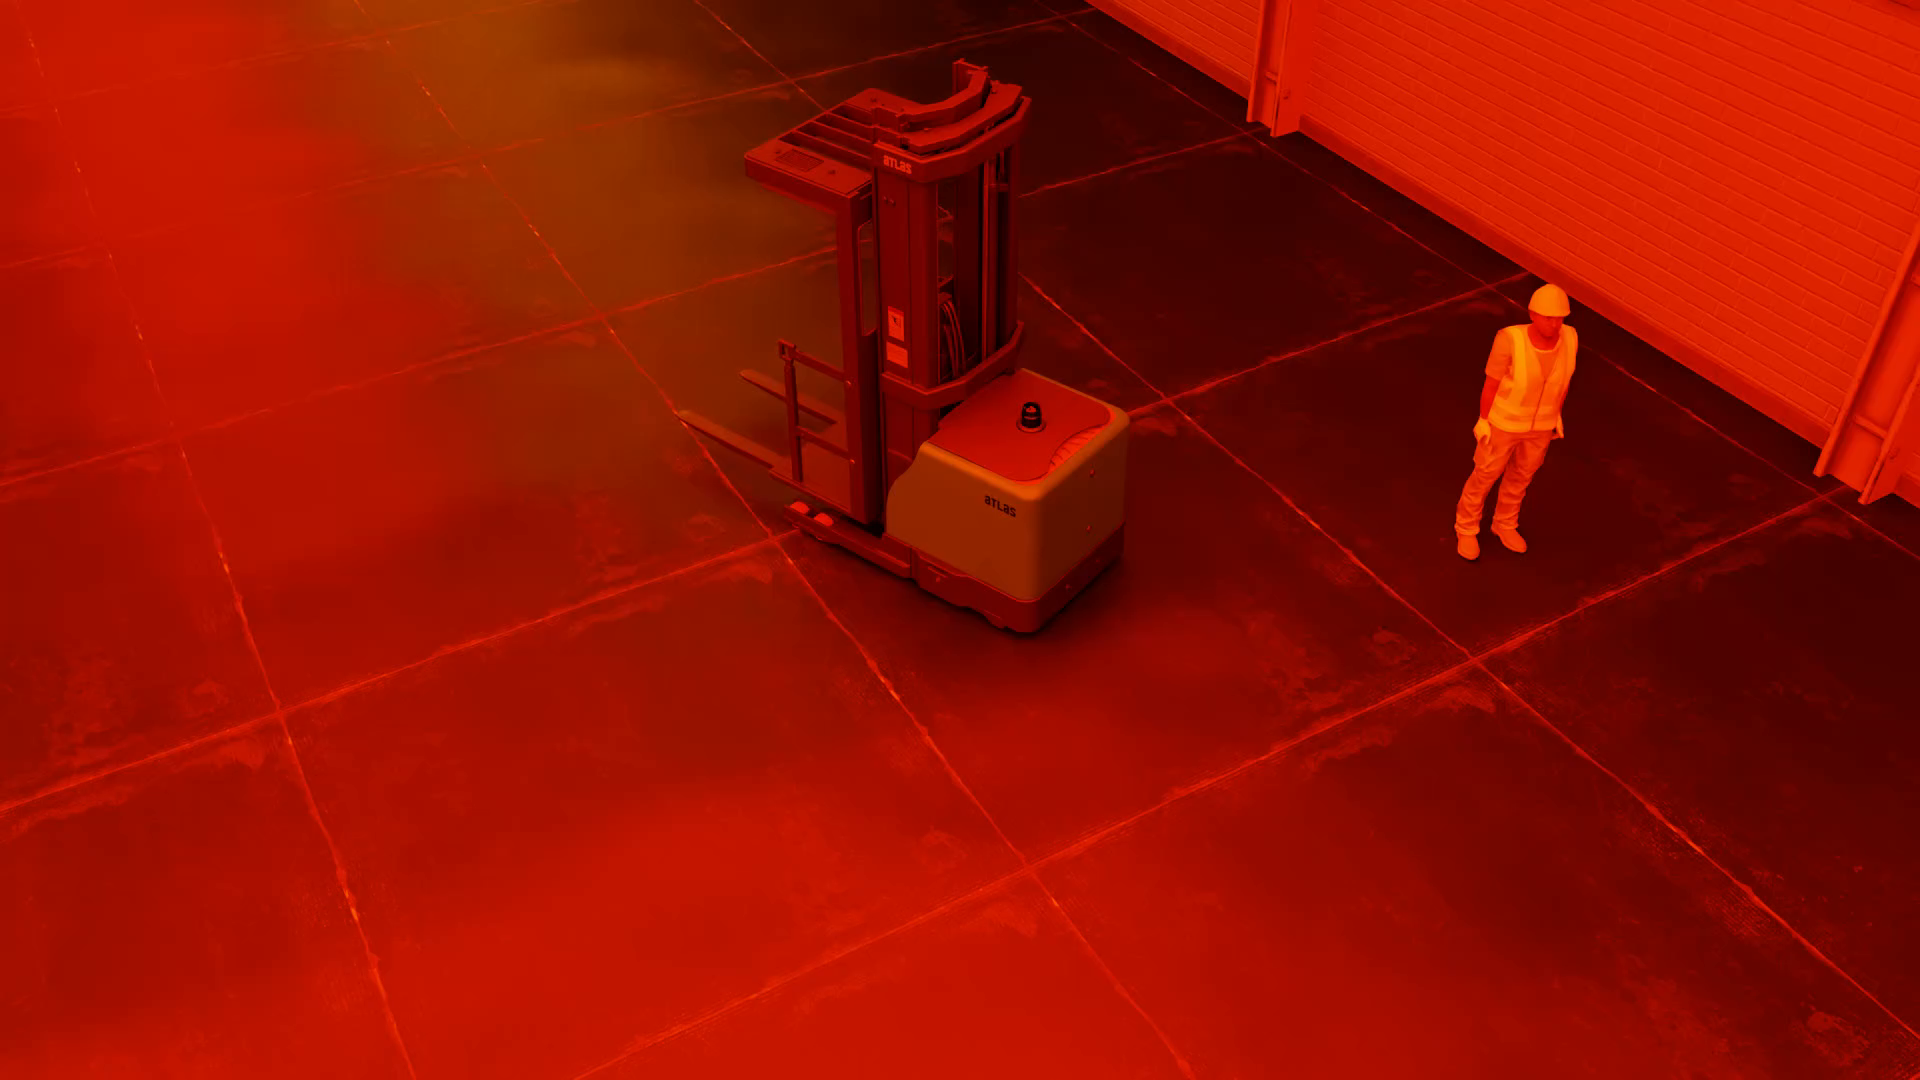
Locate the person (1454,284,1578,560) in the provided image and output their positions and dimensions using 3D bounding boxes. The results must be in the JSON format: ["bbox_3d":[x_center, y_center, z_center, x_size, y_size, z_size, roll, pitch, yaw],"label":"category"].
[{"bbox_3d":[3.301,-0.690,9.765,0.536,1.790,0.386,-6,40,-7],"label":"person"}]

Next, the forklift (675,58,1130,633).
[{"bbox_3d":[-0.481,-1.366,9.683,3.031,2.935,1.130,26,46,28],"label":"forklift"}]
